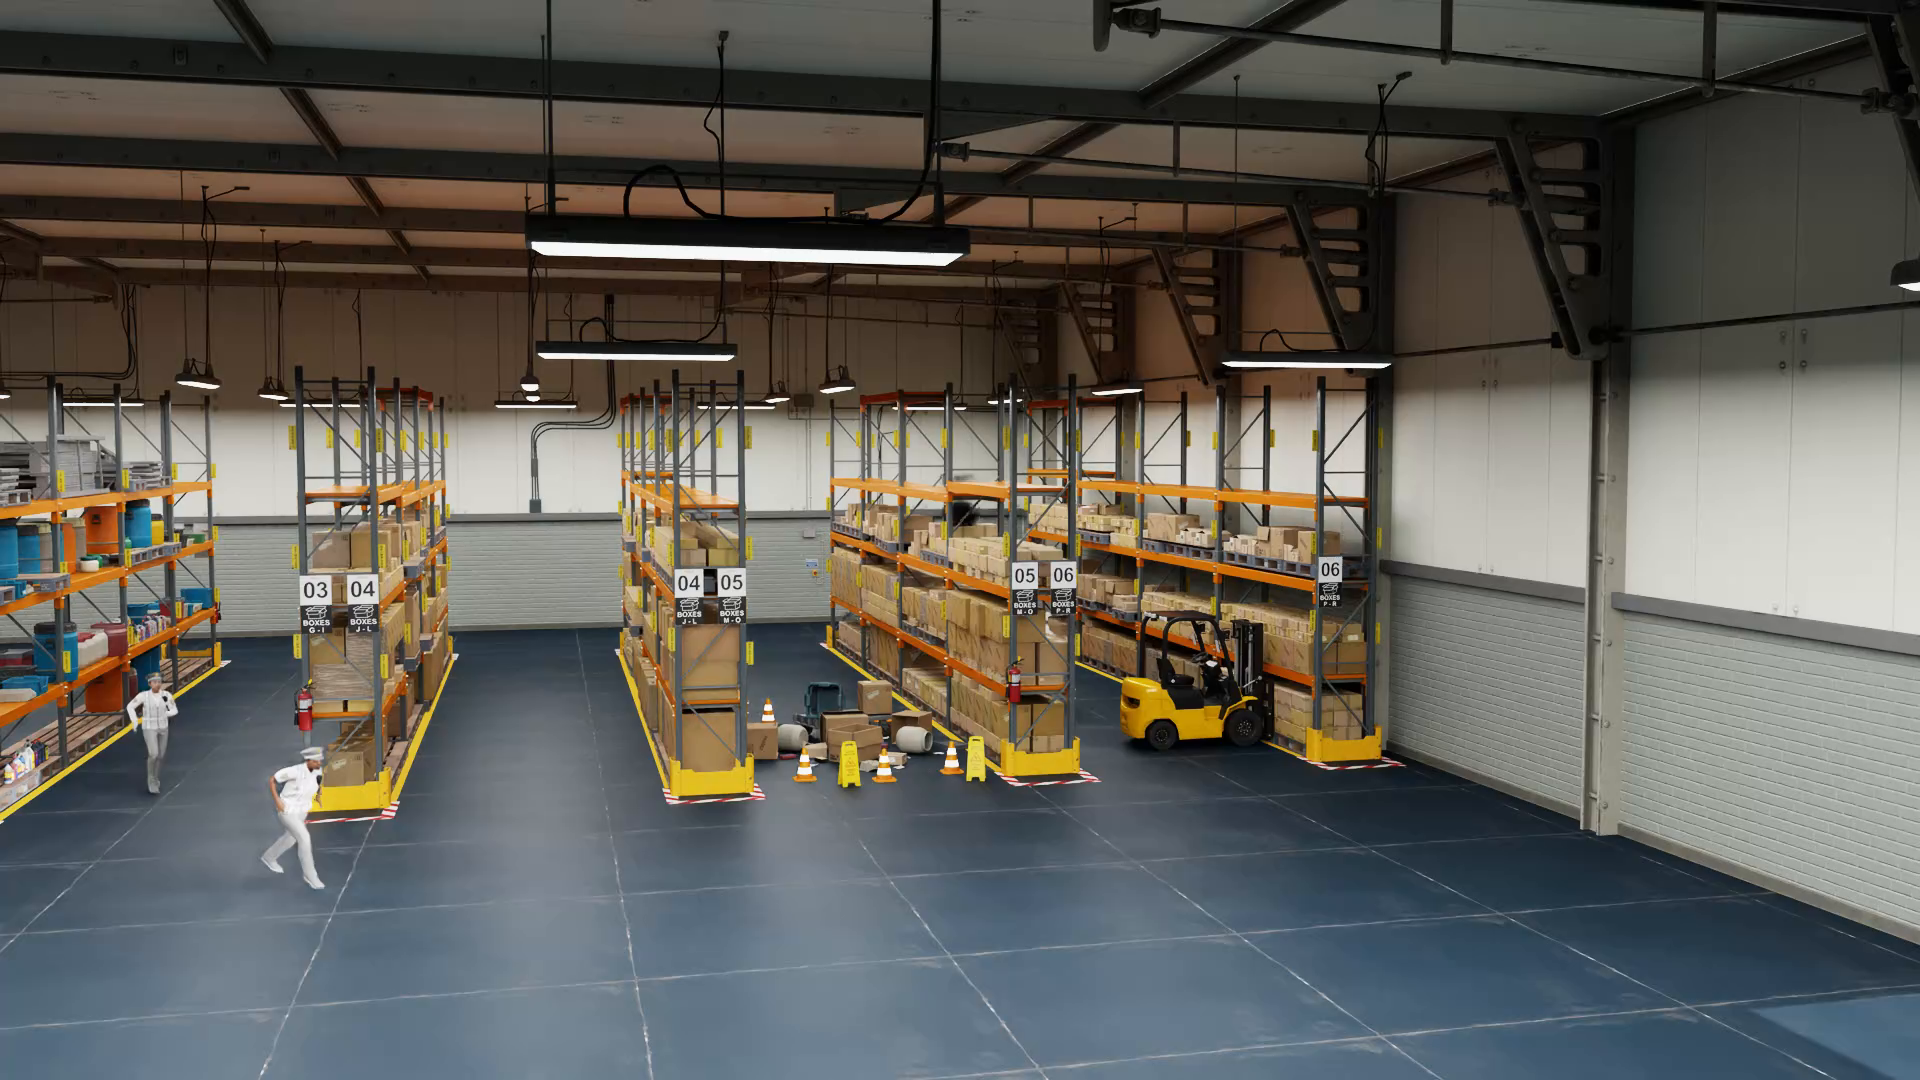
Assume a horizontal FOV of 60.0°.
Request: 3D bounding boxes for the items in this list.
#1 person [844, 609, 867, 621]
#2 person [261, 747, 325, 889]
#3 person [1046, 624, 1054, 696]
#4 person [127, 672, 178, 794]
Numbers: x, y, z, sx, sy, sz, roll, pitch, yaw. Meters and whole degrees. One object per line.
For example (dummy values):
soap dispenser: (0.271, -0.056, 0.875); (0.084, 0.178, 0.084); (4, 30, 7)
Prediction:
person: (-2.627, 1.603, 41.968); (0.831, 1.816, 0.699); (-1, 4, -22)
person: (-7.562, 3.116, 18.768); (0.986, 1.628, 0.618); (2, 4, 29)
person: (1.544, 2.202, 32.679); (0.644, 1.691, 0.934); (-2, 4, -28)
person: (-11.508, 2.746, 23.777); (0.591, 1.737, 0.717); (-3, 5, -44)
